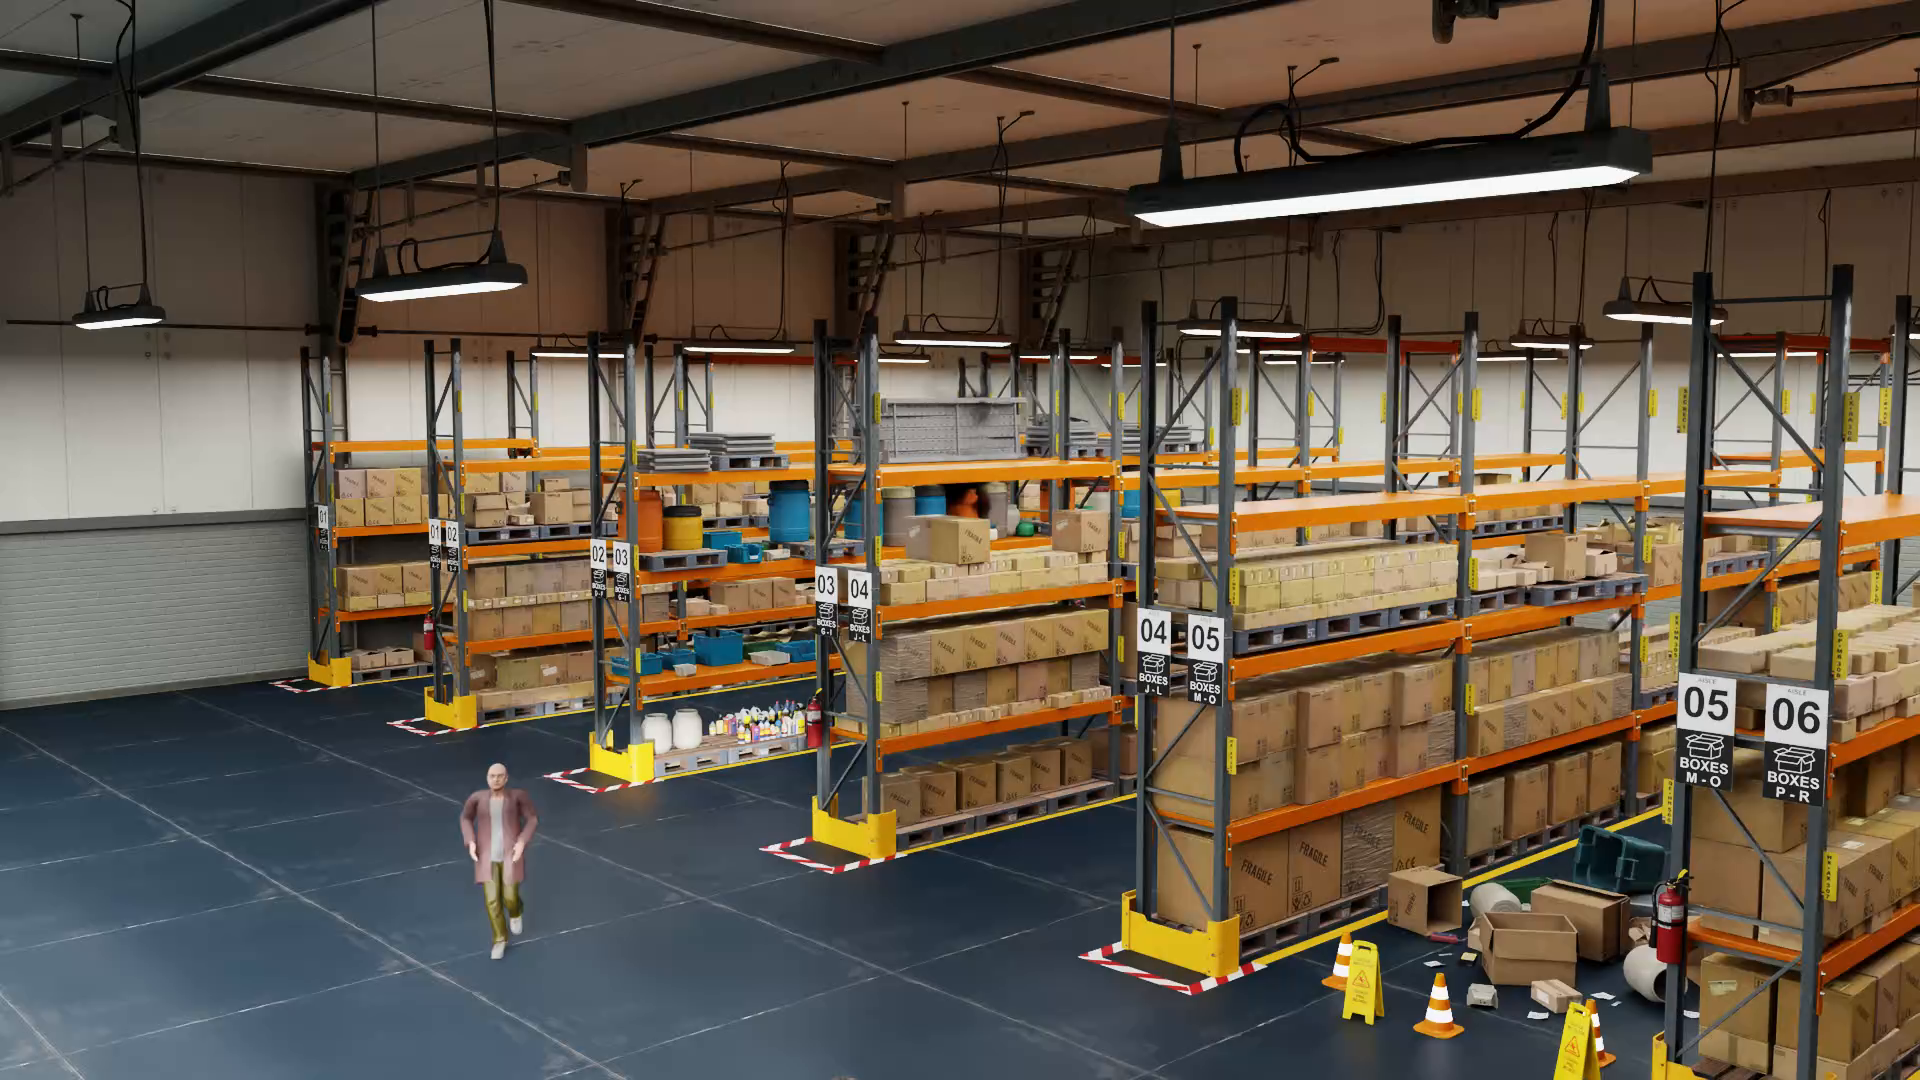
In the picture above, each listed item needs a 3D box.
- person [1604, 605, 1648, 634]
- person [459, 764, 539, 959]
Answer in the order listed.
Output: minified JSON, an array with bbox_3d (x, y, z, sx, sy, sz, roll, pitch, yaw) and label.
[{"bbox_3d":[11.226,1.835,28.083,0.701,1.753,0.874,2,5,21],"label":"person"},{"bbox_3d":[-4.292,2.940,15.495,0.727,1.758,0.741,-1,5,-9],"label":"person"}]
